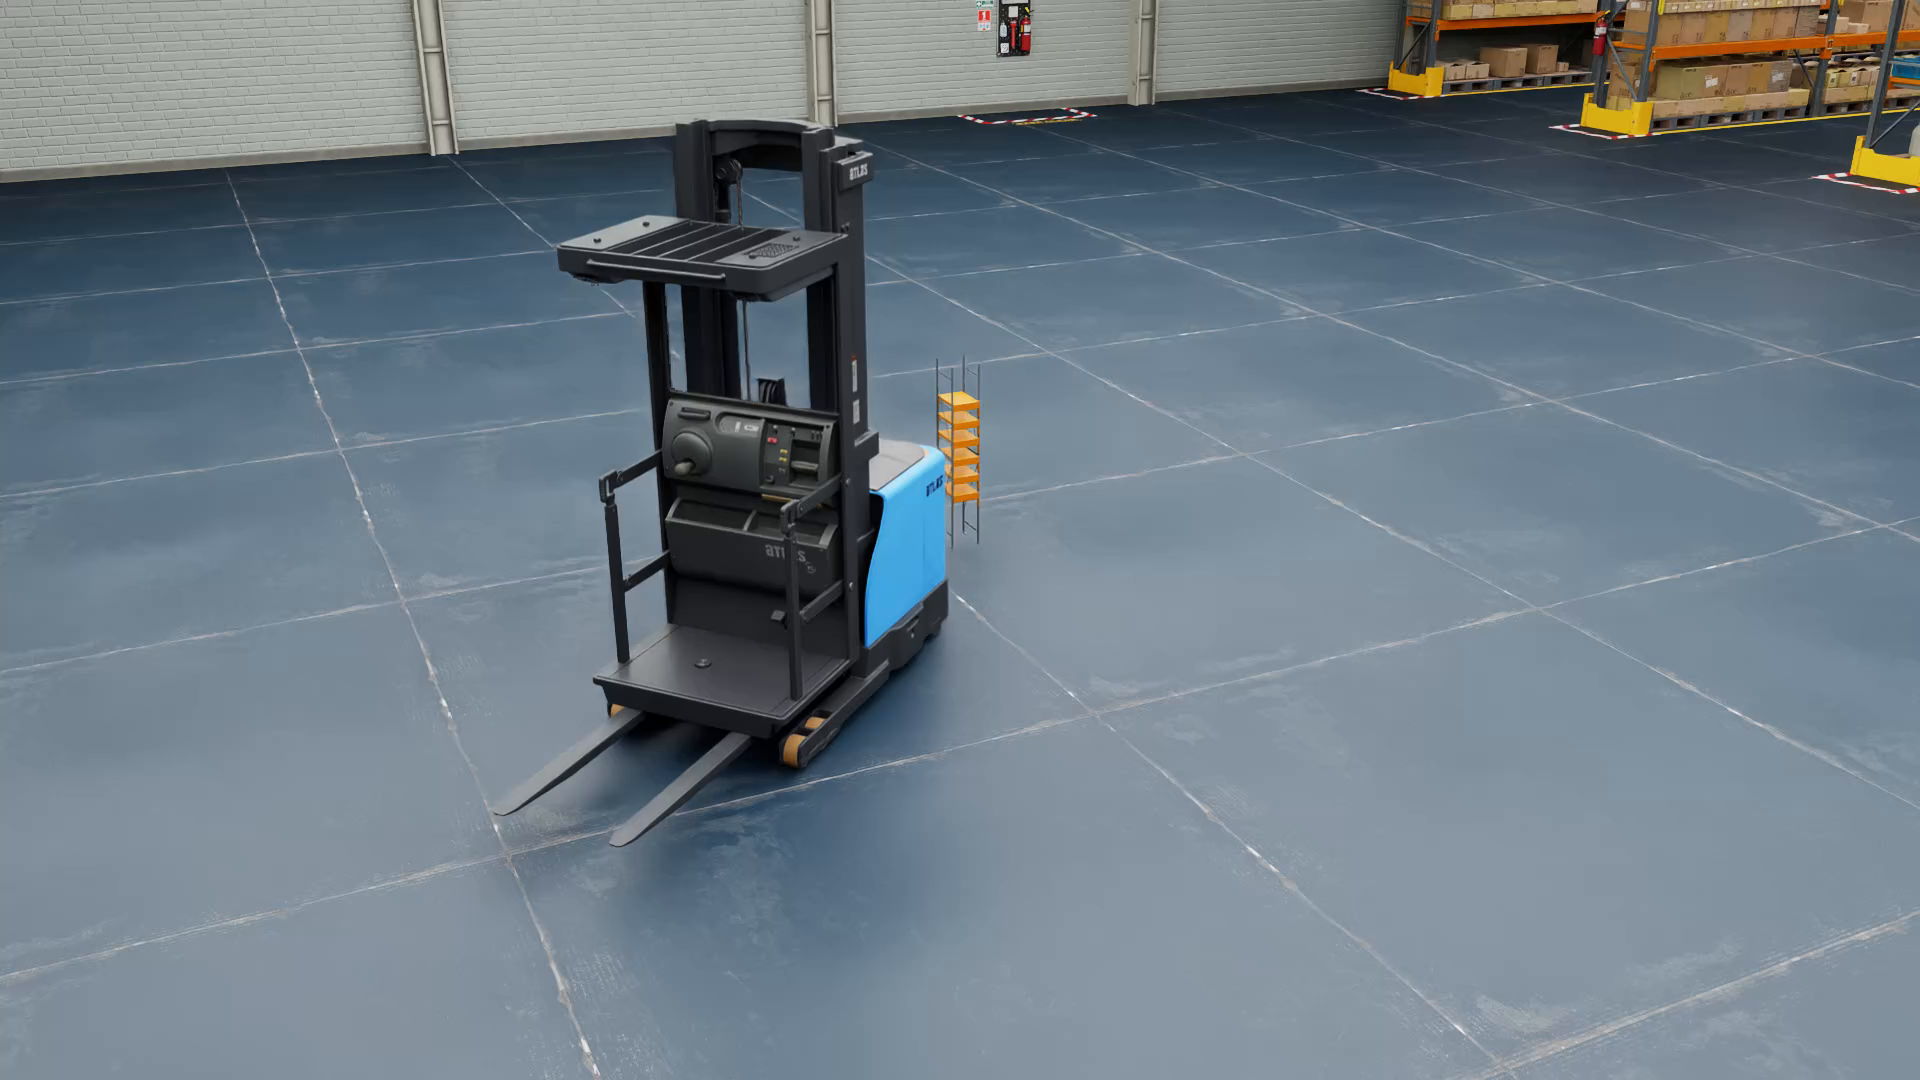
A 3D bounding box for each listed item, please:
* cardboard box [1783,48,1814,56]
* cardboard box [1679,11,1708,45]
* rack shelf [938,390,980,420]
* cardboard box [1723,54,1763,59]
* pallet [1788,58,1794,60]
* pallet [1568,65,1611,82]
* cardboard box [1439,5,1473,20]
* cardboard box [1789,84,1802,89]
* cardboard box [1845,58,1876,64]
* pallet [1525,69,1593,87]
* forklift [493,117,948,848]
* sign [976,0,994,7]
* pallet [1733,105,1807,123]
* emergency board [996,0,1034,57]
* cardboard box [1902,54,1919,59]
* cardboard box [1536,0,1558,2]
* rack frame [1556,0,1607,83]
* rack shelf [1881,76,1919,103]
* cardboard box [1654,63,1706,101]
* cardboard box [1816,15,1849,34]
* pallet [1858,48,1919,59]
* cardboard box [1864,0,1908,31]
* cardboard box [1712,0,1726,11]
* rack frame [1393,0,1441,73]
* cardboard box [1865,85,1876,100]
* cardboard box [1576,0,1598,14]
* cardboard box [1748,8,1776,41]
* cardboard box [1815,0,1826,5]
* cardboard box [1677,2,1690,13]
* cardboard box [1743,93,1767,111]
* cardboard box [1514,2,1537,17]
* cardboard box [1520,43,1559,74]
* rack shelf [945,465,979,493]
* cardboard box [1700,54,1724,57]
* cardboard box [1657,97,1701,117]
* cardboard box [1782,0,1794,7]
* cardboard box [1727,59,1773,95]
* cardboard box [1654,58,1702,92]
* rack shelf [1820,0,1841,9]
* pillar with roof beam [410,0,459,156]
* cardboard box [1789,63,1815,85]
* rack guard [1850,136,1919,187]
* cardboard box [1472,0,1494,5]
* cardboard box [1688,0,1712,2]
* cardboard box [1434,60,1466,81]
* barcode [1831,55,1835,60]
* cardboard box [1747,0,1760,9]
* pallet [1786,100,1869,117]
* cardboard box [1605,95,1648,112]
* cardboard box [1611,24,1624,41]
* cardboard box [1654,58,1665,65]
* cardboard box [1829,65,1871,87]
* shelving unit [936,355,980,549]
[{"bbox_3d":[17.060,-10.416,34.253,0.750,0.750,0.750,-11,25,-24],"label":"cardboard box"},{"bbox_3d":[11.389,-8.170,26.435,0.500,0.500,0.700,-10,24,-22],"label":"cardboard box"},{"bbox_3d":[-0.013,-0.844,10.394,0.180,0.103,0.258,-10,25,-24],"label":"rack shelf"},{"bbox_3d":[13.095,-7.841,27.836,0.500,0.500,0.500,-10,25,-24],"label":"cardboard box"},{"bbox_3d":[16.291,-9.812,34.178,1.213,0.211,1.003,-10,25,-24],"label":"pallet"},{"bbox_3d":[12.645,-9.173,32.635,1.213,0.211,1.003,-10,25,-24],"label":"pallet"},{"bbox_3d":[8.917,-9.580,30.142,0.500,0.250,0.500,-11,25,-25],"label":"cardboard box"},{"bbox_3d":[14.344,-7.718,28.519,0.500,0.250,0.500,-11,25,-24],"label":"cardboard box"},{"bbox_3d":[15.707,-8.227,29.015,0.500,0.311,0.500,-11,25,-24],"label":"cardboard box"},{"bbox_3d":[11.354,-8.920,32.023,1.213,0.211,1.003,-10,25,-24],"label":"pallet"},{"bbox_3d":[-1.128,-0.431,7.960,1.130,2.935,3.031,10,24,22],"label":"forklift"},{"bbox_3d":[0.411,-8.894,27.574,0.331,0.109,0.001,-10,25,-24],"label":"sign"},{"bbox_3d":[13.361,-7.220,27.915,1.213,0.211,1.003,-10,25,-24],"label":"pallet"},{"bbox_3d":[0.946,-8.691,27.823,0.643,1.169,0.194,-10,25,-24],"label":"emergency board"},{"bbox_3d":[17.101,-8.486,29.642,0.500,0.311,0.500,-10,24,-22],"label":"cardboard box"},{"bbox_3d":[10.746,-10.269,30.825,0.500,0.500,0.500,-11,25,-25],"label":"cardboard box"},{"bbox_3d":[11.944,-10.332,31.788,0.127,3.000,1.000,-10,25,-24],"label":"rack frame"},{"bbox_3d":[14.439,-6.254,22.876,4.000,0.370,1.077,-10,25,-24],"label":"rack shelf"},{"bbox_3d":[11.521,-7.328,26.597,0.500,0.500,0.500,-10,25,-24],"label":"cardboard box"},{"bbox_3d":[14.520,-8.653,27.928,0.500,0.250,0.500,-9,24,-20],"label":"cardboard box"},{"bbox_3d":[19.872,-10.470,35.767,1.213,0.211,1.003,-10,25,-24],"label":"pallet"},{"bbox_3d":[15.721,-8.964,28.353,0.500,0.500,0.500,-10,25,-24],"label":"cardboard box"},{"bbox_3d":[11.868,-8.471,26.313,0.250,0.149,0.380,-11,25,-25],"label":"cardboard box"},{"bbox_3d":[8.340,-9.669,30.185,0.127,3.000,1.000,-10,25,-24],"label":"rack frame"},{"bbox_3d":[15.493,-7.702,28.480,0.500,0.250,0.500,-11,25,-25],"label":"cardboard box"},{"bbox_3d":[11.649,-10.089,31.371,0.500,0.250,0.500,-10,25,-23],"label":"cardboard box"},{"bbox_3d":[12.772,-8.424,27.049,0.500,0.500,0.700,-10,25,-23],"label":"cardboard box"},{"bbox_3d":[13.944,-8.852,27.235,0.250,0.149,0.380,-10,25,-24],"label":"cardboard box"},{"bbox_3d":[11.175,-8.344,26.006,0.250,0.149,0.380,-11,25,-25],"label":"cardboard box"},{"bbox_3d":[12.874,-7.229,27.339,0.500,0.250,0.500,-10,25,-24],"label":"cardboard box"},{"bbox_3d":[10.297,-9.837,30.761,0.500,0.250,0.500,-10,25,-23],"label":"cardboard box"},{"bbox_3d":[11.026,-9.194,31.733,0.500,0.500,0.500,-12,26,-28],"label":"cardboard box"},{"bbox_3d":[-0.013,-0.400,10.578,0.180,0.103,0.258,-10,25,-24],"label":"rack shelf"},{"bbox_3d":[14.922,-9.906,33.453,0.500,0.500,0.700,-10,25,-23],"label":"cardboard box"},{"bbox_3d":[11.520,-6.982,26.741,0.500,0.250,0.500,-10,25,-24],"label":"cardboard box"},{"bbox_3d":[13.249,-8.724,26.925,0.250,0.149,0.380,-10,25,-24],"label":"cardboard box"},{"bbox_3d":[12.868,-7.580,27.206,0.500,0.500,0.500,-10,25,-24],"label":"cardboard box"},{"bbox_3d":[11.740,-7.595,27.241,0.500,0.500,0.500,-10,25,-24],"label":"cardboard box"},{"bbox_3d":[17.350,-10.995,34.330,4.000,0.370,1.077,-10,25,-24],"label":"rack shelf"},{"bbox_3d":[-5.757,-8.385,19.242,0.400,9.000,9.100,-10,25,-24],"label":"pillar with roof beam"},{"bbox_3d":[14.336,-7.974,28.405,0.500,0.311,0.500,-10,25,-24],"label":"cardboard box"},{"bbox_3d":[12.684,-5.128,22.485,0.348,0.500,1.175,-10,25,-24],"label":"rack guard"},{"bbox_3d":[9.350,-10.009,30.198,0.500,0.500,0.500,-10,25,-23],"label":"cardboard box"},{"bbox_3d":[11.437,-8.779,26.208,0.500,0.500,0.700,-11,25,-25],"label":"cardboard box"},{"bbox_3d":[9.002,-8.713,30.818,0.500,0.311,0.500,-14,26,-30],"label":"cardboard box"},{"bbox_3d":[14.506,-8.016,27.632,0.075,0.075,0.001,-10,25,-24],"label":"barcode"},{"bbox_3d":[12.561,-8.597,26.619,0.250,0.149,0.380,-10,24,-22],"label":"cardboard box"},{"bbox_3d":[14.743,-7.473,28.527,1.213,0.211,1.003,-10,25,-24],"label":"pallet"},{"bbox_3d":[10.847,-7.076,26.969,0.500,0.250,0.500,-10,25,-24],"label":"cardboard box"},{"bbox_3d":[12.995,-9.929,32.527,0.500,0.250,0.500,-11,25,-25],"label":"cardboard box"},{"bbox_3d":[13.521,-9.682,32.911,0.500,0.500,0.700,-10,25,-23],"label":"cardboard box"},{"bbox_3d":[15.029,-7.872,28.158,0.500,0.311,0.500,-11,25,-24],"label":"cardboard box"},{"bbox_3d":[-0.013,-0.552,10.515,0.189,1.200,0.258,-10,25,-24],"label":"shelving unit"}]
